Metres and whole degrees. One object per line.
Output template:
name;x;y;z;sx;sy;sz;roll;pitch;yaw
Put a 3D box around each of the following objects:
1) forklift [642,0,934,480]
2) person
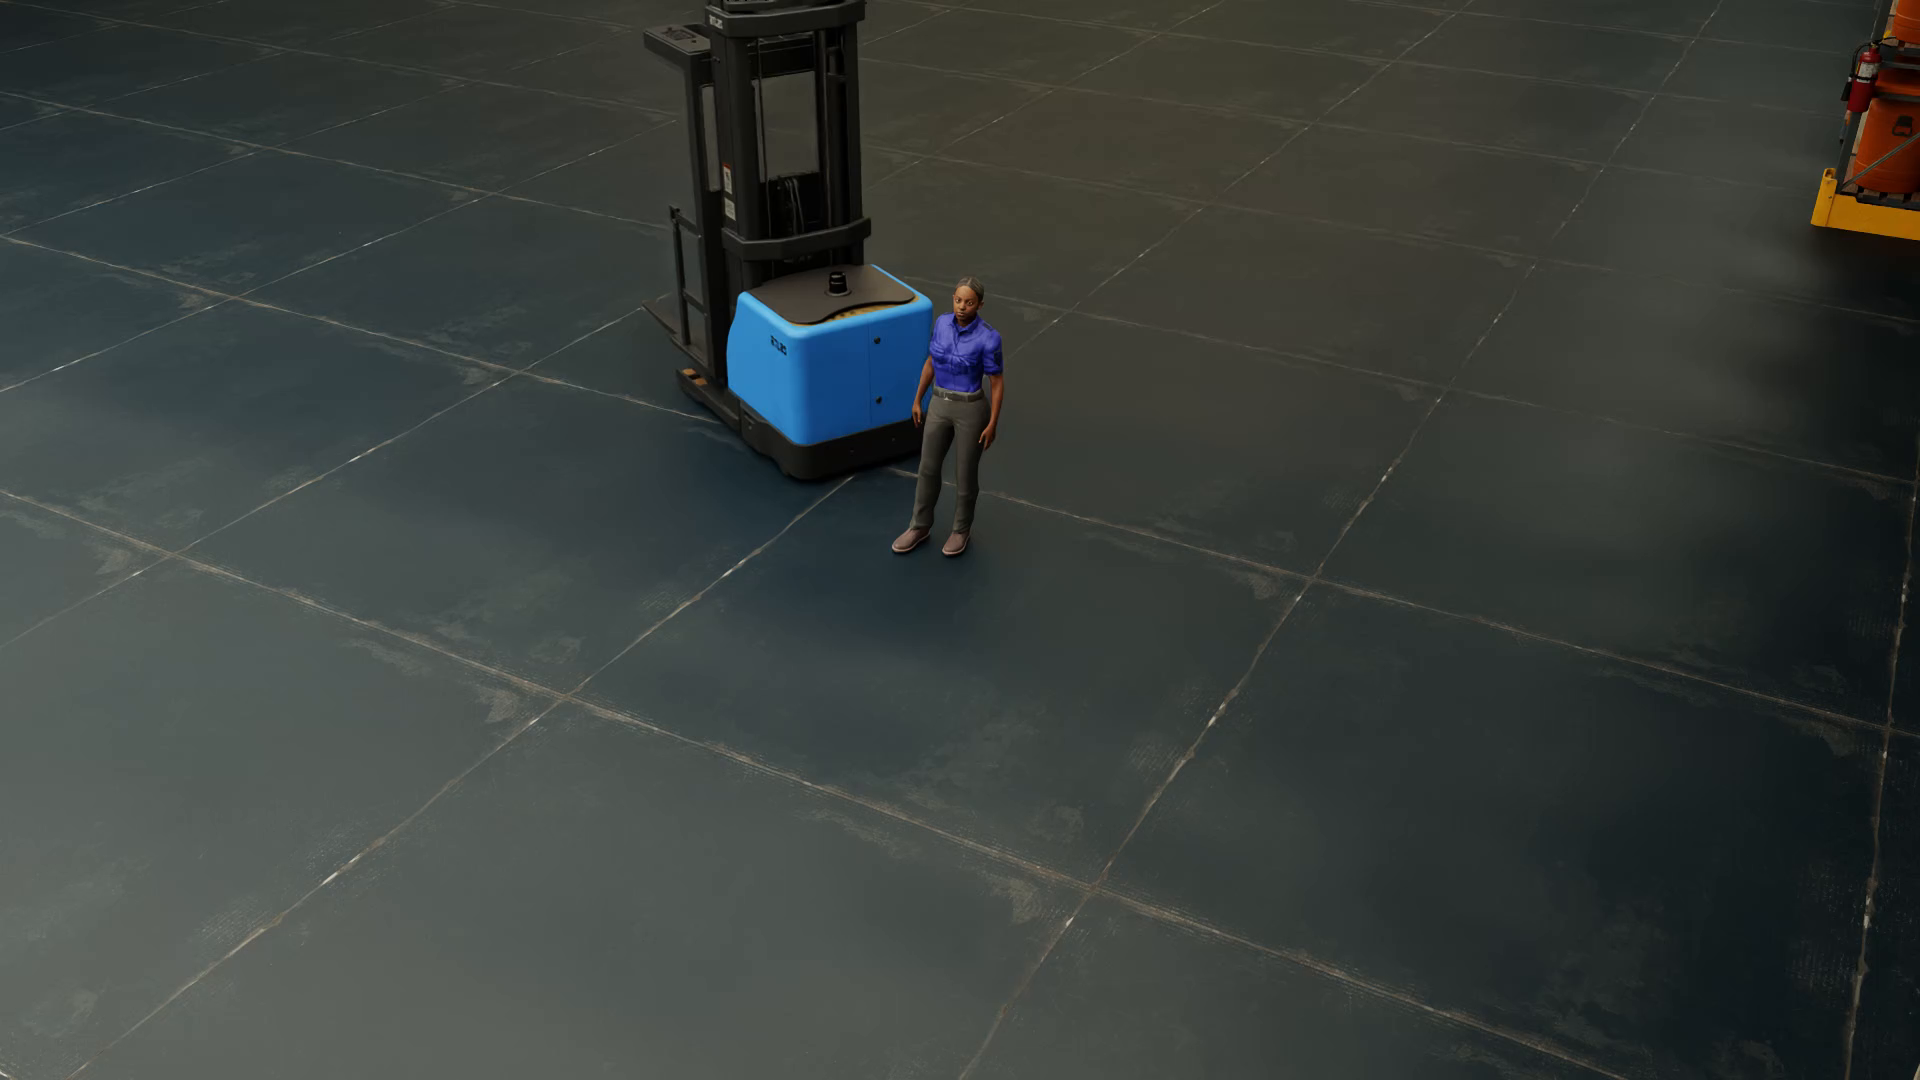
forklift;-1.357;-2.350;11.143;1.130;2.935;3.031;-17;34;-27
person;-0.059;-0.689;9.528;0.570;1.654;0.504;15;33;25
